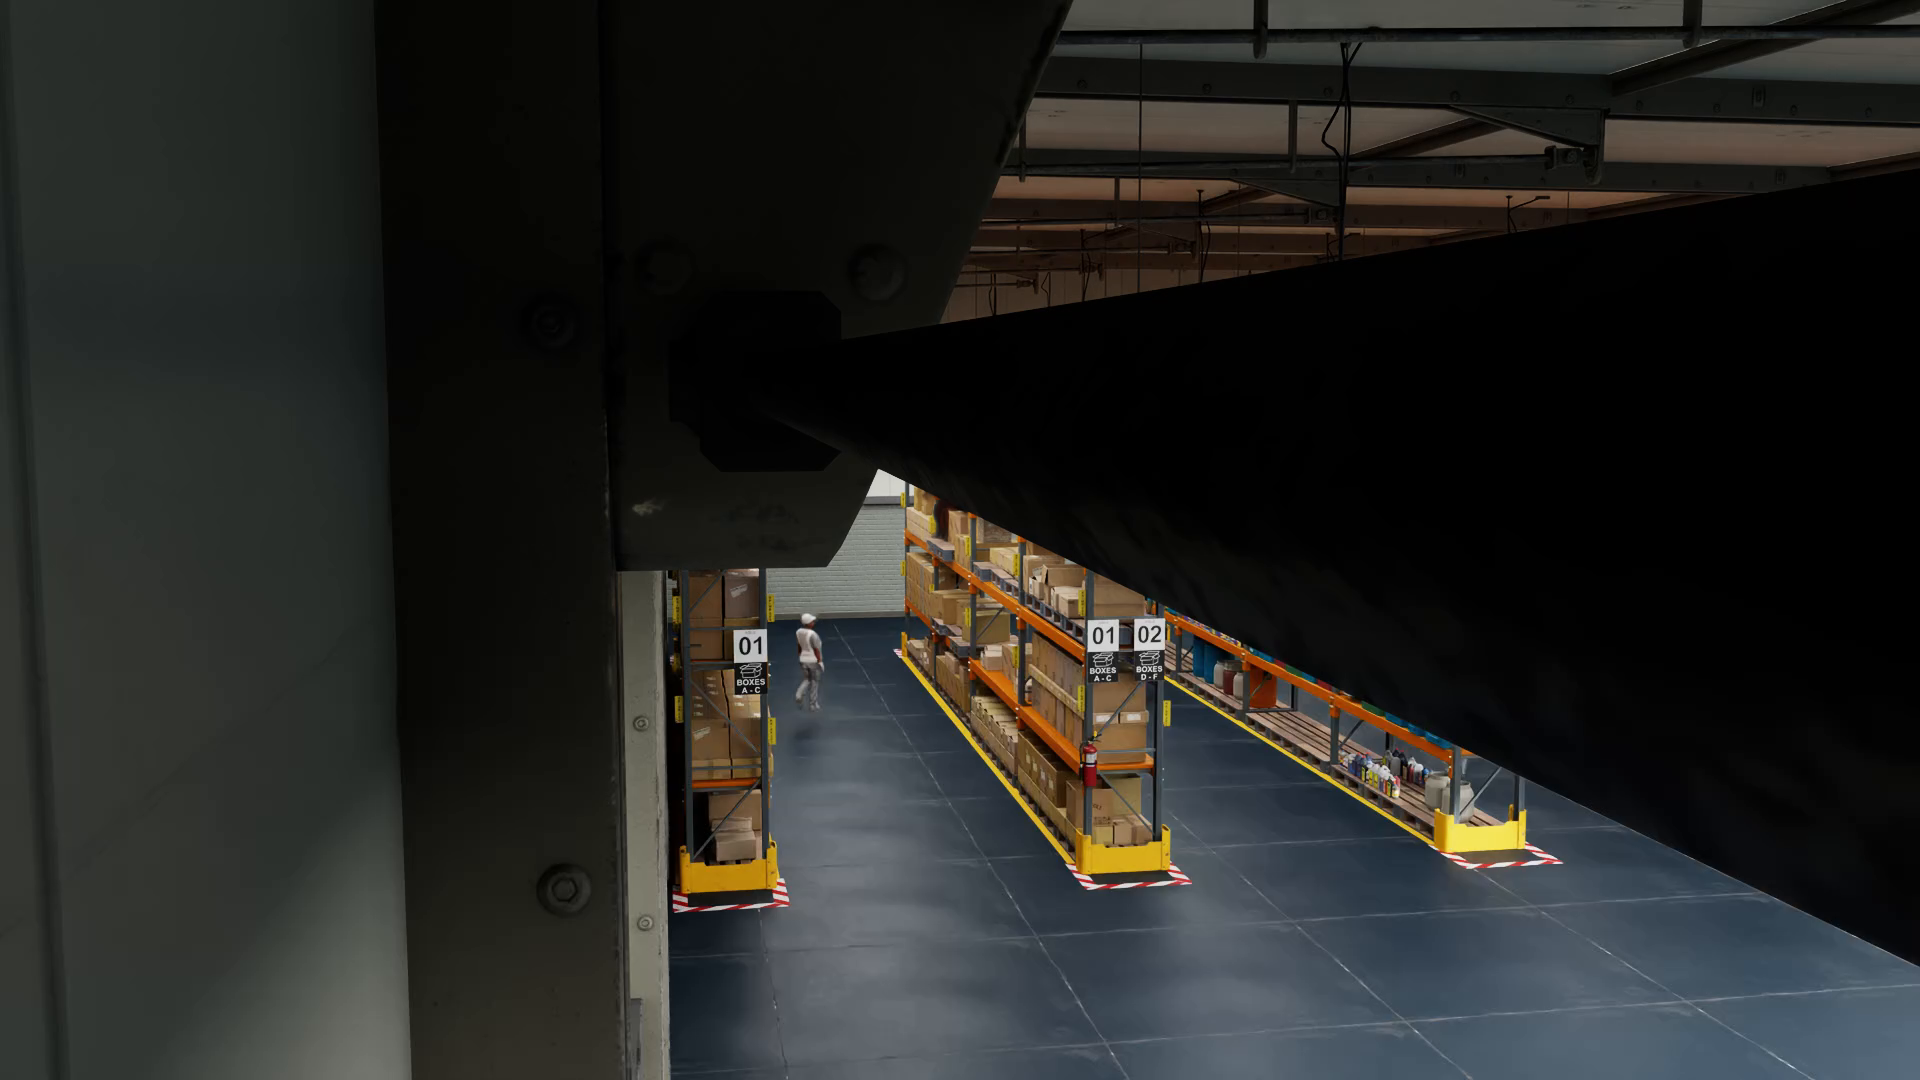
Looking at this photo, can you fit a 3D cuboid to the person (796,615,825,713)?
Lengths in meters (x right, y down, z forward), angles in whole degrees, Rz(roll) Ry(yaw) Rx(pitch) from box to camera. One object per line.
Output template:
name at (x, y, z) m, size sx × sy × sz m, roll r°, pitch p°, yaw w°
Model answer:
person at (-2.692, 2.213, 29.790) m, size 0.577 × 1.772 × 0.492 m, roll 5°, pitch 8°, yaw 38°

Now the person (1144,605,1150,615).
person at (3.457, 2.085, 31.986) m, size 0.419 × 1.622 × 0.491 m, roll 1°, pitch 6°, yaw 7°

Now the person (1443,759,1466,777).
person at (7.699, 2.818, 25.990) m, size 0.344 × 1.724 × 0.533 m, roll -4°, pitch 7°, yaw -34°
